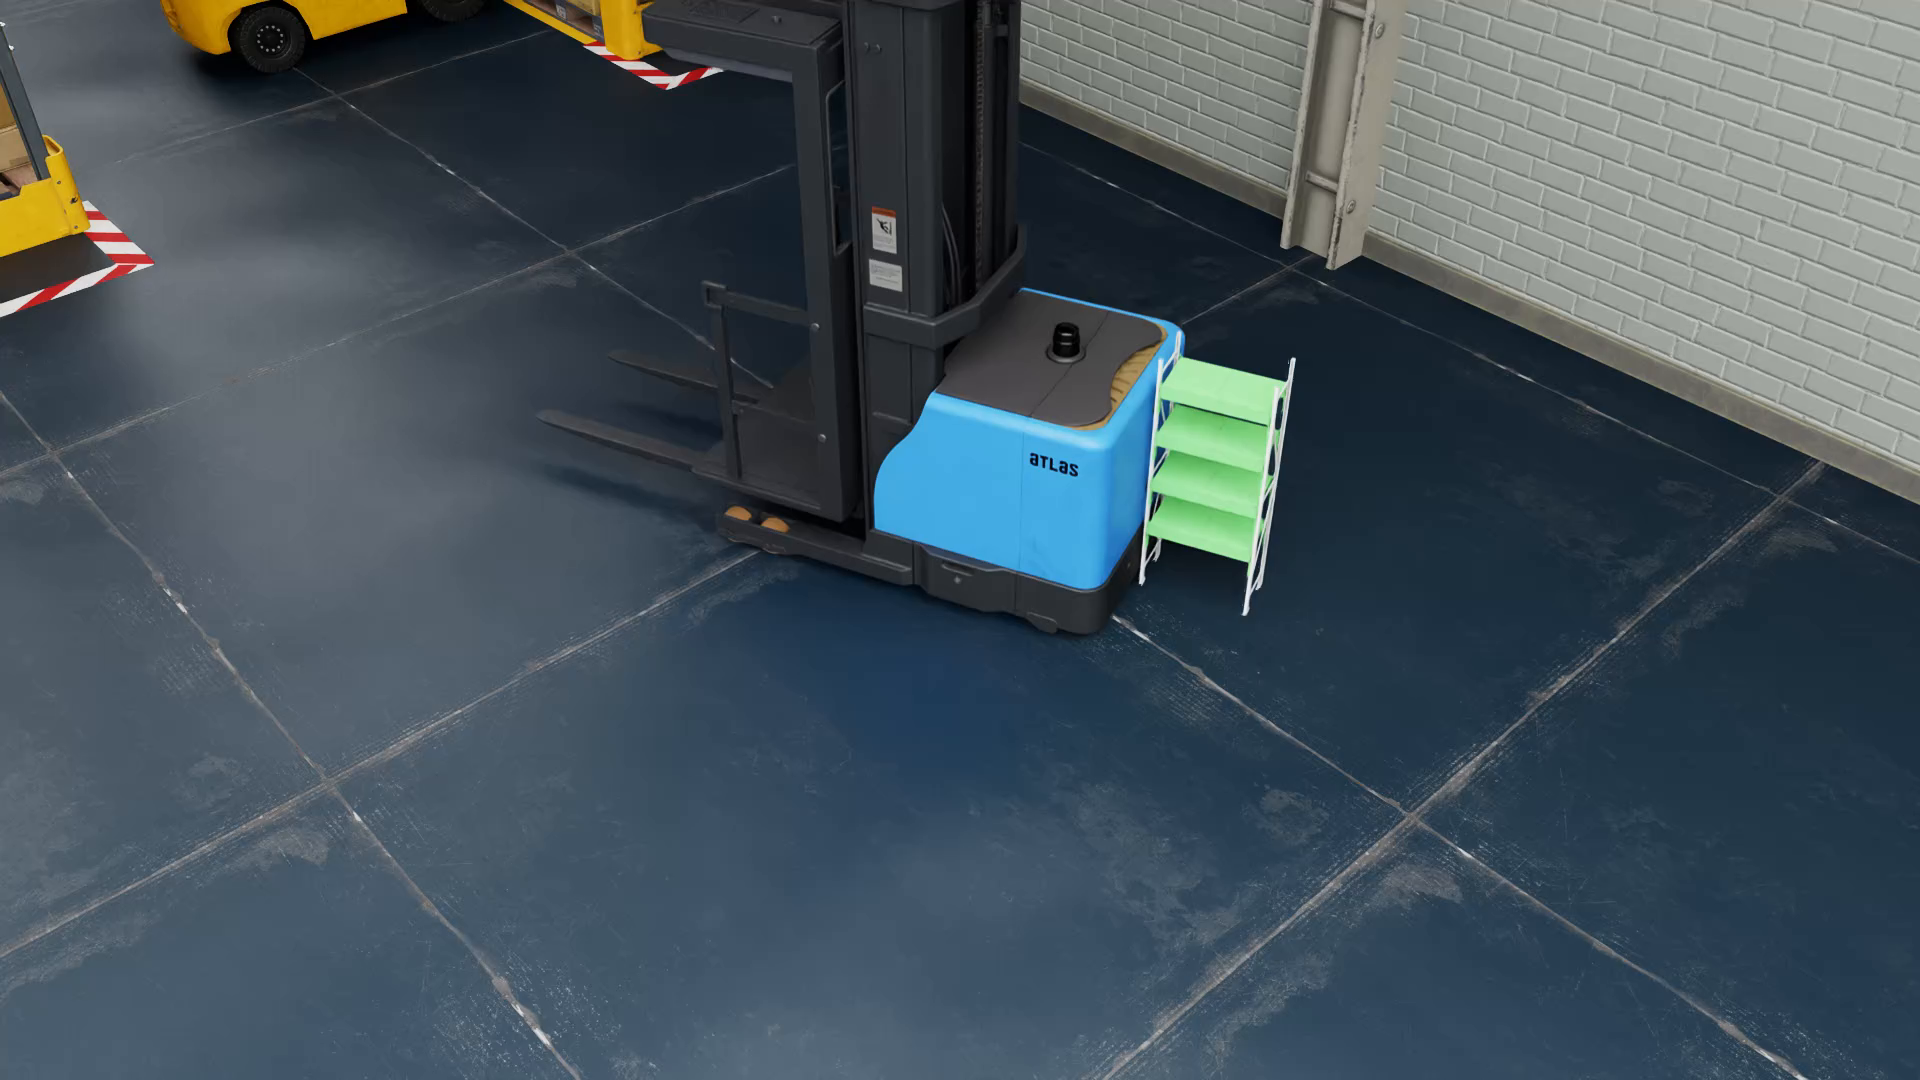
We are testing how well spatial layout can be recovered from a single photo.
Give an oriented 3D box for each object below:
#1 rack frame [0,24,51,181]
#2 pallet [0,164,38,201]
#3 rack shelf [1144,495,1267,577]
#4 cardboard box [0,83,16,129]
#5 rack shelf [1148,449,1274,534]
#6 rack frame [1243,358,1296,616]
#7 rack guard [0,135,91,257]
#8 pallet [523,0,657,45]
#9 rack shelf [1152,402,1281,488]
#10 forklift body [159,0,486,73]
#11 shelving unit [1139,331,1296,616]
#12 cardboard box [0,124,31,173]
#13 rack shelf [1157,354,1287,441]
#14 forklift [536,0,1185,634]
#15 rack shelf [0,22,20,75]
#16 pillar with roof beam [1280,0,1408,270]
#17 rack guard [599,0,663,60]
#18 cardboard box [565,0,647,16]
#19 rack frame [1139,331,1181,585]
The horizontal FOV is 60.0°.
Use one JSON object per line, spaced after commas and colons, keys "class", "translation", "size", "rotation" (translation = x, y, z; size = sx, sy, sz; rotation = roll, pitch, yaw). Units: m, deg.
{"class": "rack frame", "translation": [-5.753, -2.856, 8.899], "size": [1.000, 3.000, 0.127], "rotation": [-30, 48, -32]}
{"class": "pallet", "translation": [-6.328, -2.198, 10.303], "size": [1.003, 0.211, 1.213], "rotation": [-30, 48, -32]}
{"class": "rack shelf", "translation": [1.085, -0.031, 7.318], "size": [0.480, 0.148, 0.258], "rotation": [16, 42, 19]}
{"class": "cardboard box", "translation": [-6.111, -2.743, 10.017], "size": [0.500, 0.500, 0.500], "rotation": [-32, 49, -33]}
{"class": "rack shelf", "translation": [1.085, -0.218, 7.167], "size": [0.480, 0.148, 0.258], "rotation": [16, 42, 19]}
{"class": "rack frame", "translation": [1.306, -0.203, 7.046], "size": [0.015, 1.200, 0.240], "rotation": [16, 42, 19]}
{"class": "rack guard", "translation": [-5.804, -1.919, 9.728], "size": [1.175, 0.500, 0.348], "rotation": [-30, 48, -32]}
{"class": "pallet", "translation": [-2.647, -4.219, 12.805], "size": [1.003, 0.211, 1.213], "rotation": [-30, 48, -32]}
{"class": "rack shelf", "translation": [1.085, -0.405, 7.016], "size": [0.480, 0.148, 0.258], "rotation": [16, 42, 19]}
{"class": "forklift body", "translation": [-4.726, -4.739, 11.906], "size": [2.313, 2.155, 1.214], "rotation": [-30, 48, -32]}
{"class": "shelving unit", "translation": [1.085, -0.268, 7.127], "size": [0.503, 1.200, 0.258], "rotation": [16, 42, 19]}
{"class": "cardboard box", "translation": [-6.095, -2.441, 10.239], "size": [0.500, 0.250, 0.500], "rotation": [-30, 48, -32]}
{"class": "rack shelf", "translation": [1.085, -0.592, 6.865], "size": [0.480, 0.148, 0.258], "rotation": [16, 42, 19]}
{"class": "forklift", "translation": [-0.569, -1.359, 7.100], "size": [3.031, 2.935, 1.130], "rotation": [16, 42, 19]}
{"class": "rack shelf", "translation": [-7.106, -3.502, 10.271], "size": [1.077, 0.370, 4.000], "rotation": [-30, 48, -32]}
{"class": "pillar with roof beam", "translation": [-1.019, -3.400, 4.798], "size": [9.100, 9.000, 0.400], "rotation": [-30, 48, -32]}
{"class": "rack guard", "translation": [-2.083, -3.984, 12.285], "size": [1.175, 0.500, 0.348], "rotation": [-30, 48, -32]}
{"class": "cardboard box", "translation": [-2.650, -4.144, 12.348], "size": [0.500, 0.250, 0.500], "rotation": [-30, 47, -31]}
{"class": "rack frame", "translation": [0.864, -0.333, 7.207], "size": [0.015, 1.200, 0.240], "rotation": [16, 42, 19]}
